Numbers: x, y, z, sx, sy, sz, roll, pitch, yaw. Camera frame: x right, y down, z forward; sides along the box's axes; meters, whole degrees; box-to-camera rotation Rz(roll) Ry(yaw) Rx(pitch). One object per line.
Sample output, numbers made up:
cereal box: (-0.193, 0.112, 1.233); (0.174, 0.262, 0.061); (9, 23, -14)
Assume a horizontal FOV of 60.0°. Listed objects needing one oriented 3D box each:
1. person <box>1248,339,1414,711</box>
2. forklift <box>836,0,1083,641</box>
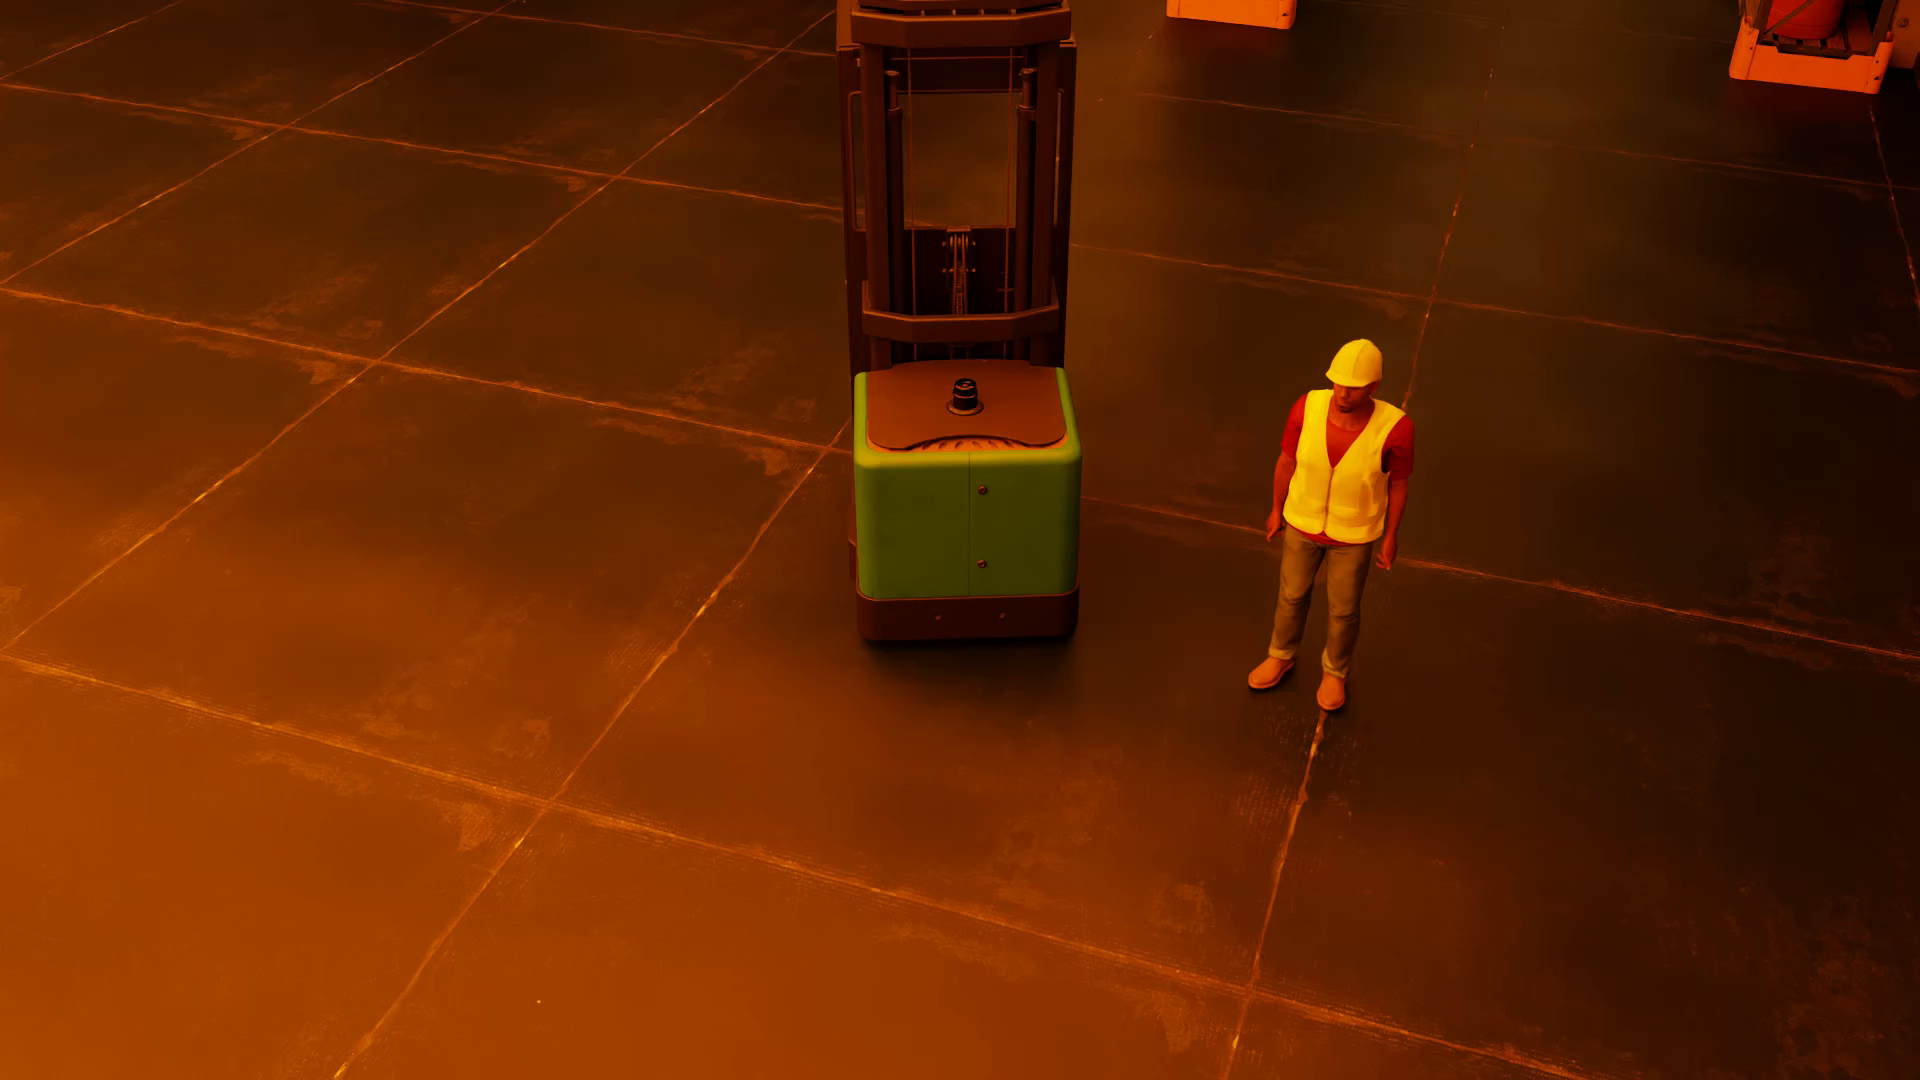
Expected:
person: (1.611, -0.059, 7.202); (0.585, 1.771, 0.361); (16, 38, 21)
forklift: (-0.029, -1.547, 8.293); (1.130, 2.935, 3.031); (-2, 35, -2)
